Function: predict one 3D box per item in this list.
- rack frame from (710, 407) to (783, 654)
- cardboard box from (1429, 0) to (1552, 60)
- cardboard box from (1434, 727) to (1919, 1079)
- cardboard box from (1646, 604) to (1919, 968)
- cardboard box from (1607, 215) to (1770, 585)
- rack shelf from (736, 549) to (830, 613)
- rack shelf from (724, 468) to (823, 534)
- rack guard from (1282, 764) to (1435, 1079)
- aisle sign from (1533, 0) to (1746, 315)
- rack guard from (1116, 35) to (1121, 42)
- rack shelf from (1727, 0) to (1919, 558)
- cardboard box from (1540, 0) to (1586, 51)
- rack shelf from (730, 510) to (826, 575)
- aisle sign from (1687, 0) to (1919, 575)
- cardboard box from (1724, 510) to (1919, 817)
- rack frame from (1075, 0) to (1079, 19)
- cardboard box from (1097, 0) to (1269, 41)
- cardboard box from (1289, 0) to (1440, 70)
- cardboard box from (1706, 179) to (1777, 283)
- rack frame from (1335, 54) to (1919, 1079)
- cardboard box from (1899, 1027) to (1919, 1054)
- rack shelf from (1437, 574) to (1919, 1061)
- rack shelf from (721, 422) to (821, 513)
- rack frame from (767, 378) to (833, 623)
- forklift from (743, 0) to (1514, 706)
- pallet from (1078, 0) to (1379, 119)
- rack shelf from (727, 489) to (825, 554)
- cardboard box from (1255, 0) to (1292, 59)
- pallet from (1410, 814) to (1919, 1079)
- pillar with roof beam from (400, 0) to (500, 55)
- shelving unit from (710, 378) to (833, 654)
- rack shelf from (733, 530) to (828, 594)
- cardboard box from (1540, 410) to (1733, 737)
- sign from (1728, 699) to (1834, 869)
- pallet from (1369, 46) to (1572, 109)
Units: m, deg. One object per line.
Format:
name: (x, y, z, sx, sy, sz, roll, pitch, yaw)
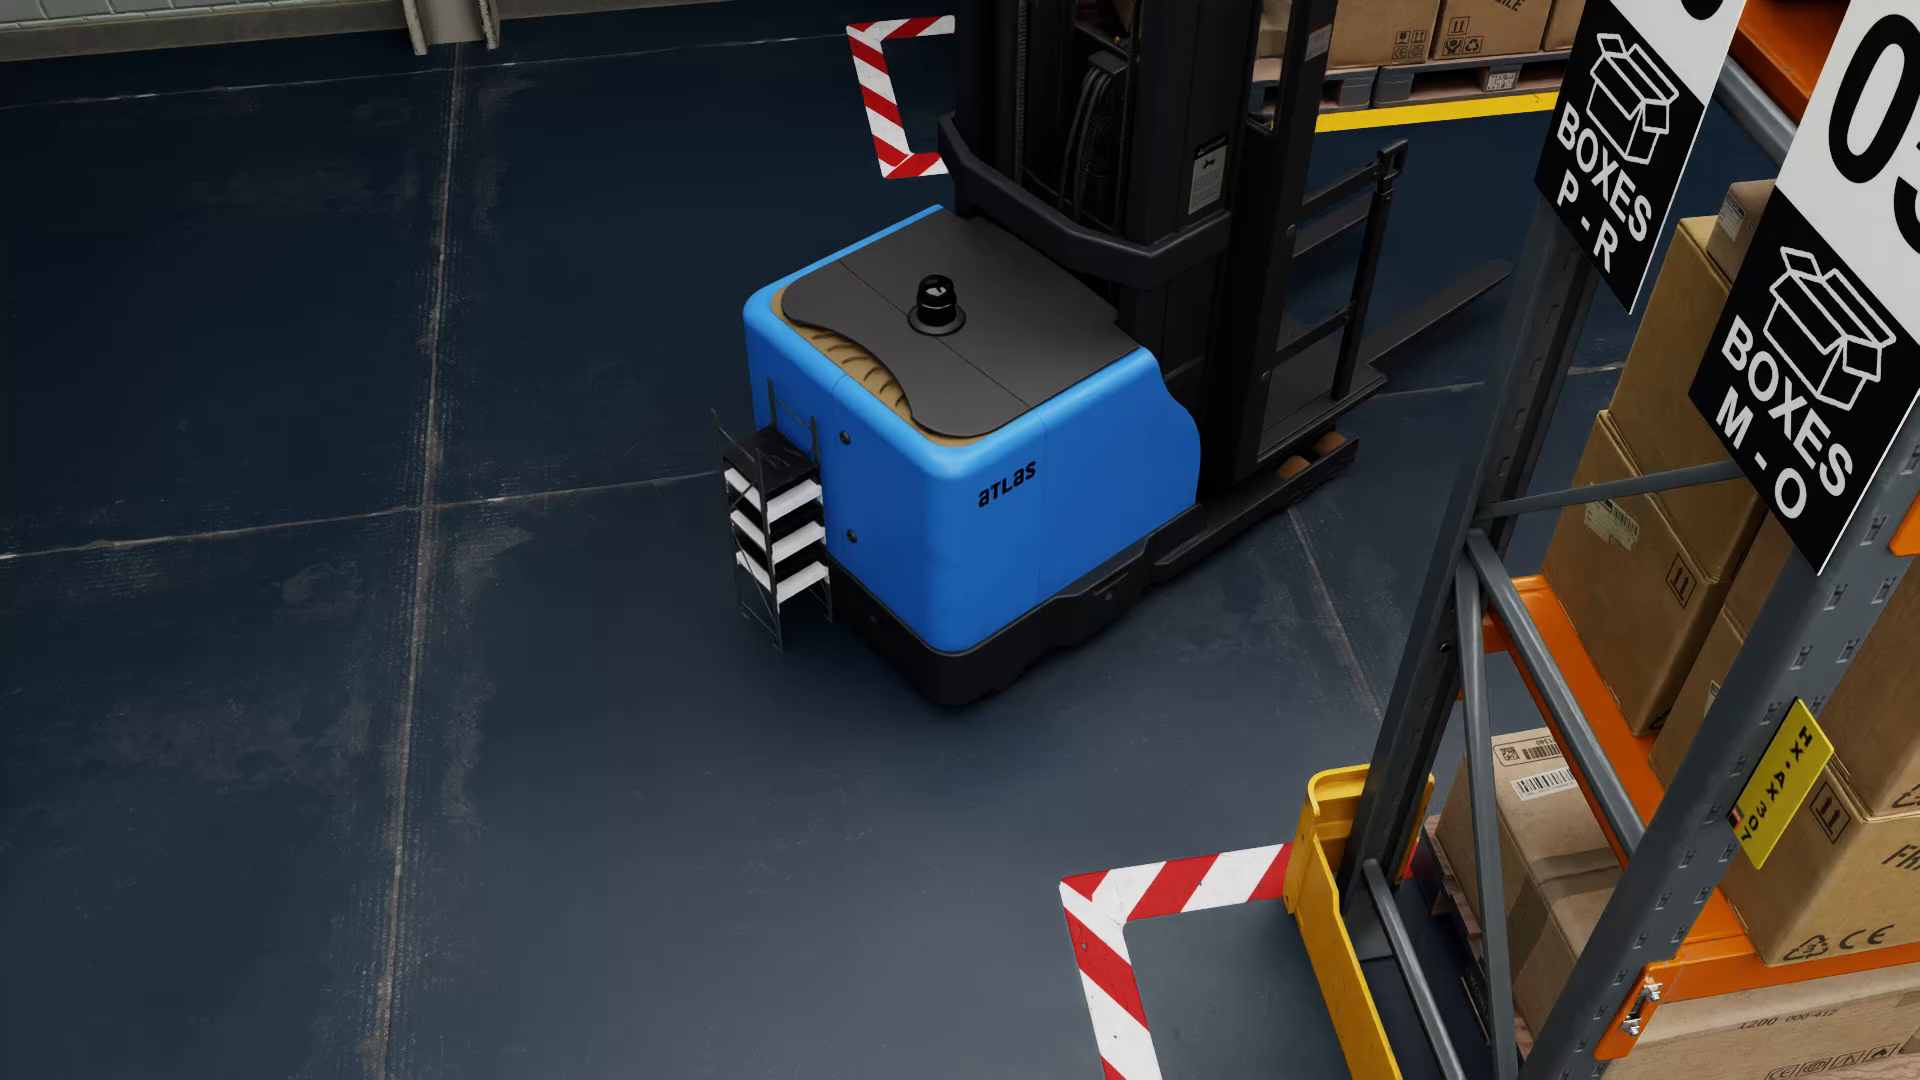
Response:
rack frame: (-0.653, -0.010, 5.134, 0.006, 0.900, 0.240, -31, 54, -27)
cardboard box: (2.362, -2.555, 7.573, 0.500, 0.500, 0.500, -6, 46, -6)
cardboard box: (1.840, 0.916, 4.272, 0.875, 0.438, 0.875, -9, 47, -8)
cardboard box: (1.729, 0.435, 3.179, 0.500, 0.500, 0.500, -7, 47, -7)
cardboard box: (1.641, -0.285, 3.178, 0.500, 0.500, 0.500, -6, 46, -5)
rack shelf: (-0.575, 0.091, 5.333, 0.200, 0.077, 0.258, -31, 54, -27)
rack shelf: (-0.575, -0.159, 5.074, 0.200, 0.077, 0.258, -31, 54, -27)
rack guard: (1.183, 1.195, 4.252, 0.348, 0.500, 1.175, -7, 46, -7)
aisle sign: (1.083, -0.789, 2.622, 0.004, 0.787, 0.394, -7, 46, -7)
rack guard: (0.431, -2.339, 7.657, 0.348, 0.500, 1.175, -7, 46, -7)
rack shelf: (3.177, -0.712, 2.770, 4.000, 0.370, 1.077, -7, 46, -7)
cardboard box: (2.847, -2.688, 7.701, 0.500, 0.500, 0.700, -9, 47, -8)
rack shelf: (-0.575, -0.034, 5.204, 0.200, 0.077, 0.258, -31, 54, -27)
aisle sign: (1.185, -0.363, 2.211, 0.004, 0.787, 0.394, -7, 46, -7)
cardboard box: (1.728, 0.086, 2.820, 0.500, 0.500, 0.500, -8, 47, -8)
rack frame: (0.357, -3.197, 6.747, 0.127, 3.000, 1.000, -7, 46, -7)
cardboard box: (0.975, -2.485, 7.503, 0.637, 0.503, 0.797, -9, 47, -8)
cardboard box: (1.824, -2.561, 7.579, 0.500, 0.500, 0.700, -5, 46, -5)
cardboard box: (1.526, -0.468, 2.904, 0.250, 0.149, 0.380, -7, 46, -6)
rack frame: (1.207, 0.324, 3.354, 0.127, 3.000, 1.000, -7, 46, -7)
cardboard box: (2.740, 0.797, 4.386, 0.875, 0.438, 0.875, -6, 46, -6)
rack shelf: (3.177, 0.329, 3.850, 4.000, 0.370, 1.077, -7, 46, -7)
rack shelf: (-0.575, -0.221, 5.009, 0.200, 0.077, 0.258, -31, 54, -27)
rack frame: (-0.497, -0.104, 5.225, 0.006, 0.900, 0.240, -31, 54, -27)
forklift: (0.786, -1.412, 5.075, 3.031, 2.935, 1.130, -31, 54, -27)
pallet: (1.217, -2.337, 7.856, 1.213, 0.211, 1.003, -7, 46, -7)
rack shelf: (-0.575, -0.096, 5.139, 0.200, 0.077, 0.258, -31, 54, -27)
cardboard box: (1.401, -2.386, 7.654, 0.250, 0.149, 0.380, -9, 47, -8)
pallet: (1.981, 1.138, 4.507, 1.213, 0.211, 1.003, -7, 46, -7)
pillar with roof beam: (-1.720, -2.532, 1.941, 0.400, 9.000, 9.100, -7, 46, -7)
shelving unit: (-0.575, -0.057, 5.180, 0.210, 0.900, 0.258, -31, 54, -27)
rack shelf: (-0.575, 0.029, 5.269, 0.200, 0.077, 0.258, -31, 54, -27)
cardboard box: (1.637, 0.043, 3.556, 0.500, 0.500, 0.500, -7, 46, -7)
sign: (1.295, 0.391, 2.634, 0.005, 0.325, 0.100, -7, 46, -7)
pallet: (2.416, -2.485, 7.998, 1.213, 0.211, 1.003, -7, 46, -7)
